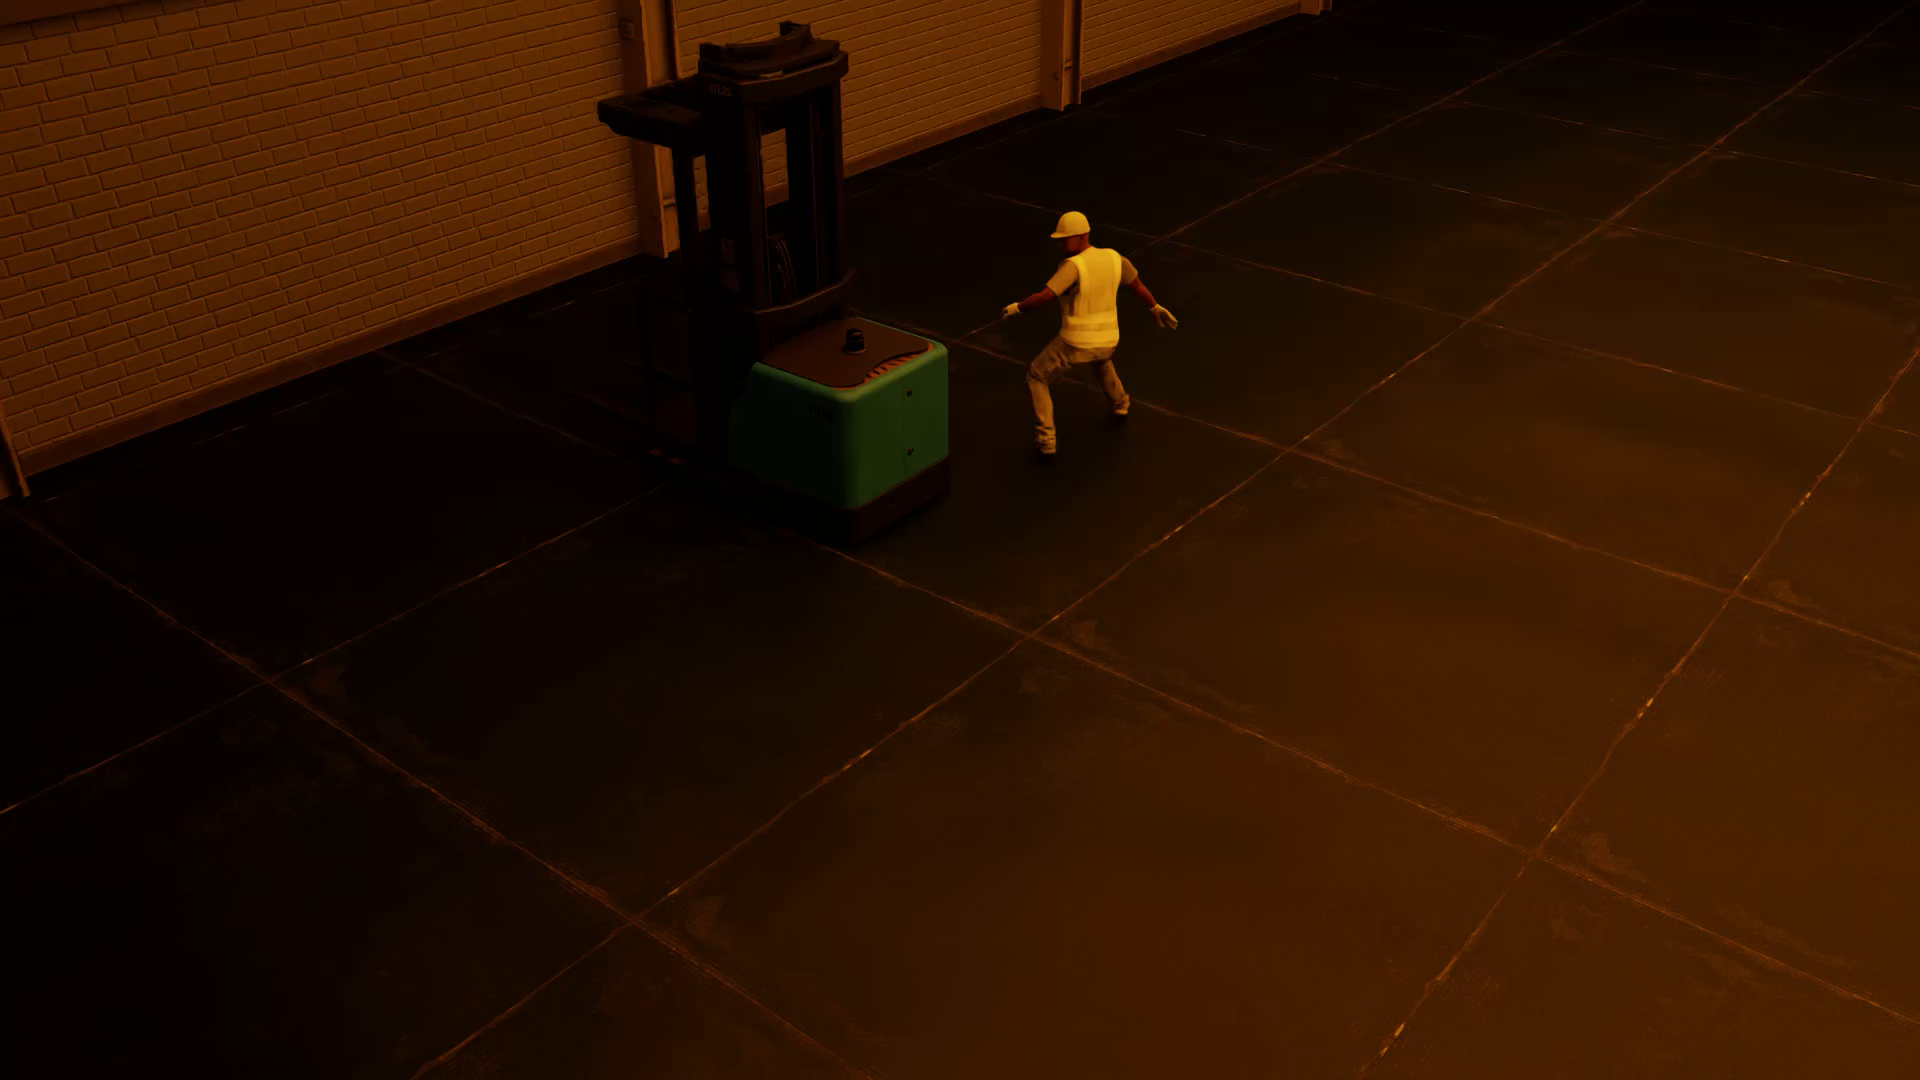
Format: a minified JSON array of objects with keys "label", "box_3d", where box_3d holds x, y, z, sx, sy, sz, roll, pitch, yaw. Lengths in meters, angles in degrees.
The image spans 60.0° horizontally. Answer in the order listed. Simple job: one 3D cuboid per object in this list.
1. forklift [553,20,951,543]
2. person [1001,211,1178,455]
[{"label":"forklift","box_3d":[-1.531,-1.841,10.746,3.031,2.935,1.130,22,37,32]},{"label":"person","box_3d":[0.878,-1.388,11.393,1.147,1.731,0.583,-19,35,-29]}]
